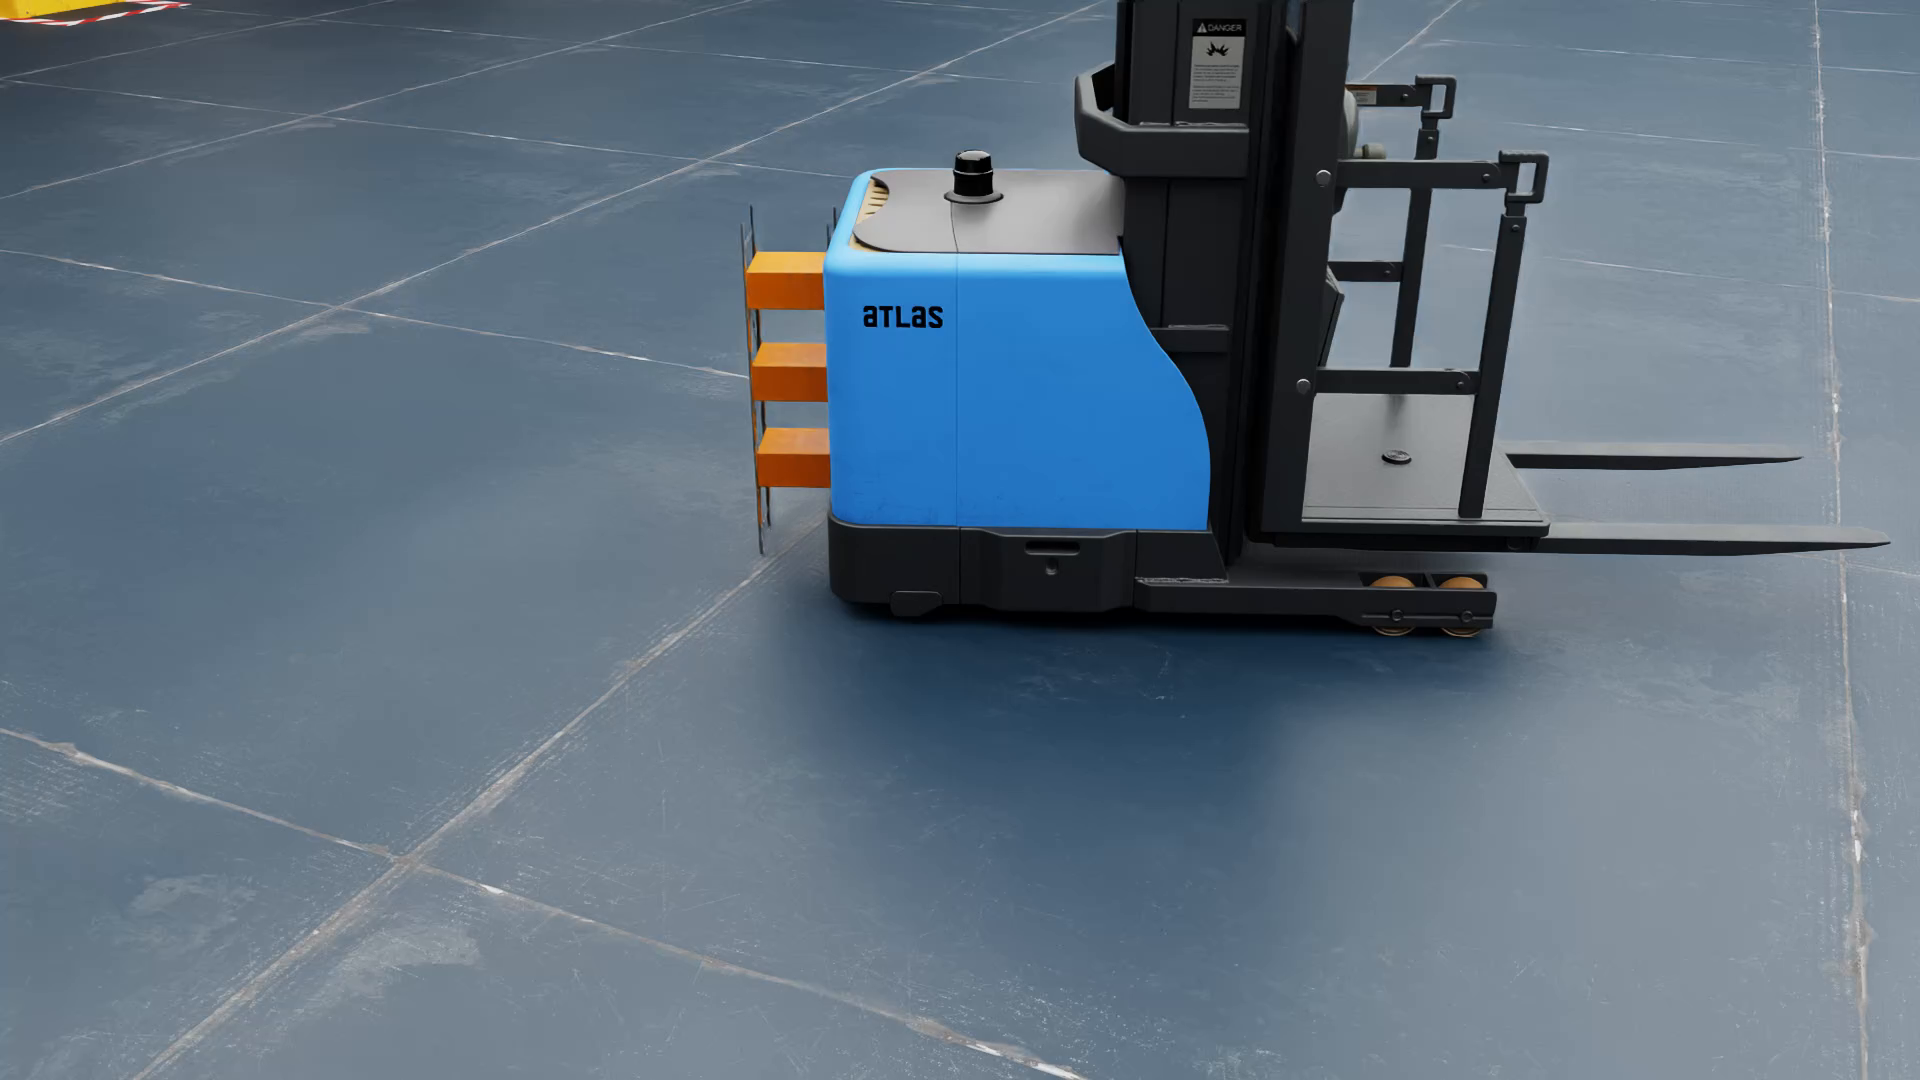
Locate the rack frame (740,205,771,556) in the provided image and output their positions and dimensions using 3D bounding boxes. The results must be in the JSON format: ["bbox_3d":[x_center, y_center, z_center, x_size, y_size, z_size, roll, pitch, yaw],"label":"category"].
[{"bbox_3d":[-0.612,-0.465,5.005,0.008,1.050,0.200,1,26,2],"label":"rack frame"}]

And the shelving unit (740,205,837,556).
[{"bbox_3d":[-0.490,-0.463,5.001,0.252,1.050,0.215,1,26,2],"label":"shelving unit"}]

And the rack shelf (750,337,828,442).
[{"bbox_3d":[-0.490,-0.453,5.006,0.240,0.259,0.215,1,26,2],"label":"rack shelf"}]

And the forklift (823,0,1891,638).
[{"bbox_3d":[1.153,-1.281,4.533,3.031,2.935,1.130,1,26,2],"label":"forklift"}]

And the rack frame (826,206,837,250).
[{"bbox_3d":[-0.368,-0.461,4.997,0.008,1.050,0.200,1,26,2],"label":"rack frame"}]

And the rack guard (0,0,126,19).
[{"bbox_3d":[-8.083,-5.011,14.861,0.348,0.500,1.175,11,28,22],"label":"rack guard"}]

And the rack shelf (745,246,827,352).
[{"bbox_3d":[-0.490,-0.708,4.880,0.240,0.259,0.215,1,26,2],"label":"rack shelf"}]

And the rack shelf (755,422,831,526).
[{"bbox_3d":[-0.490,-0.204,5.128,0.240,0.259,0.215,1,26,2],"label":"rack shelf"}]
